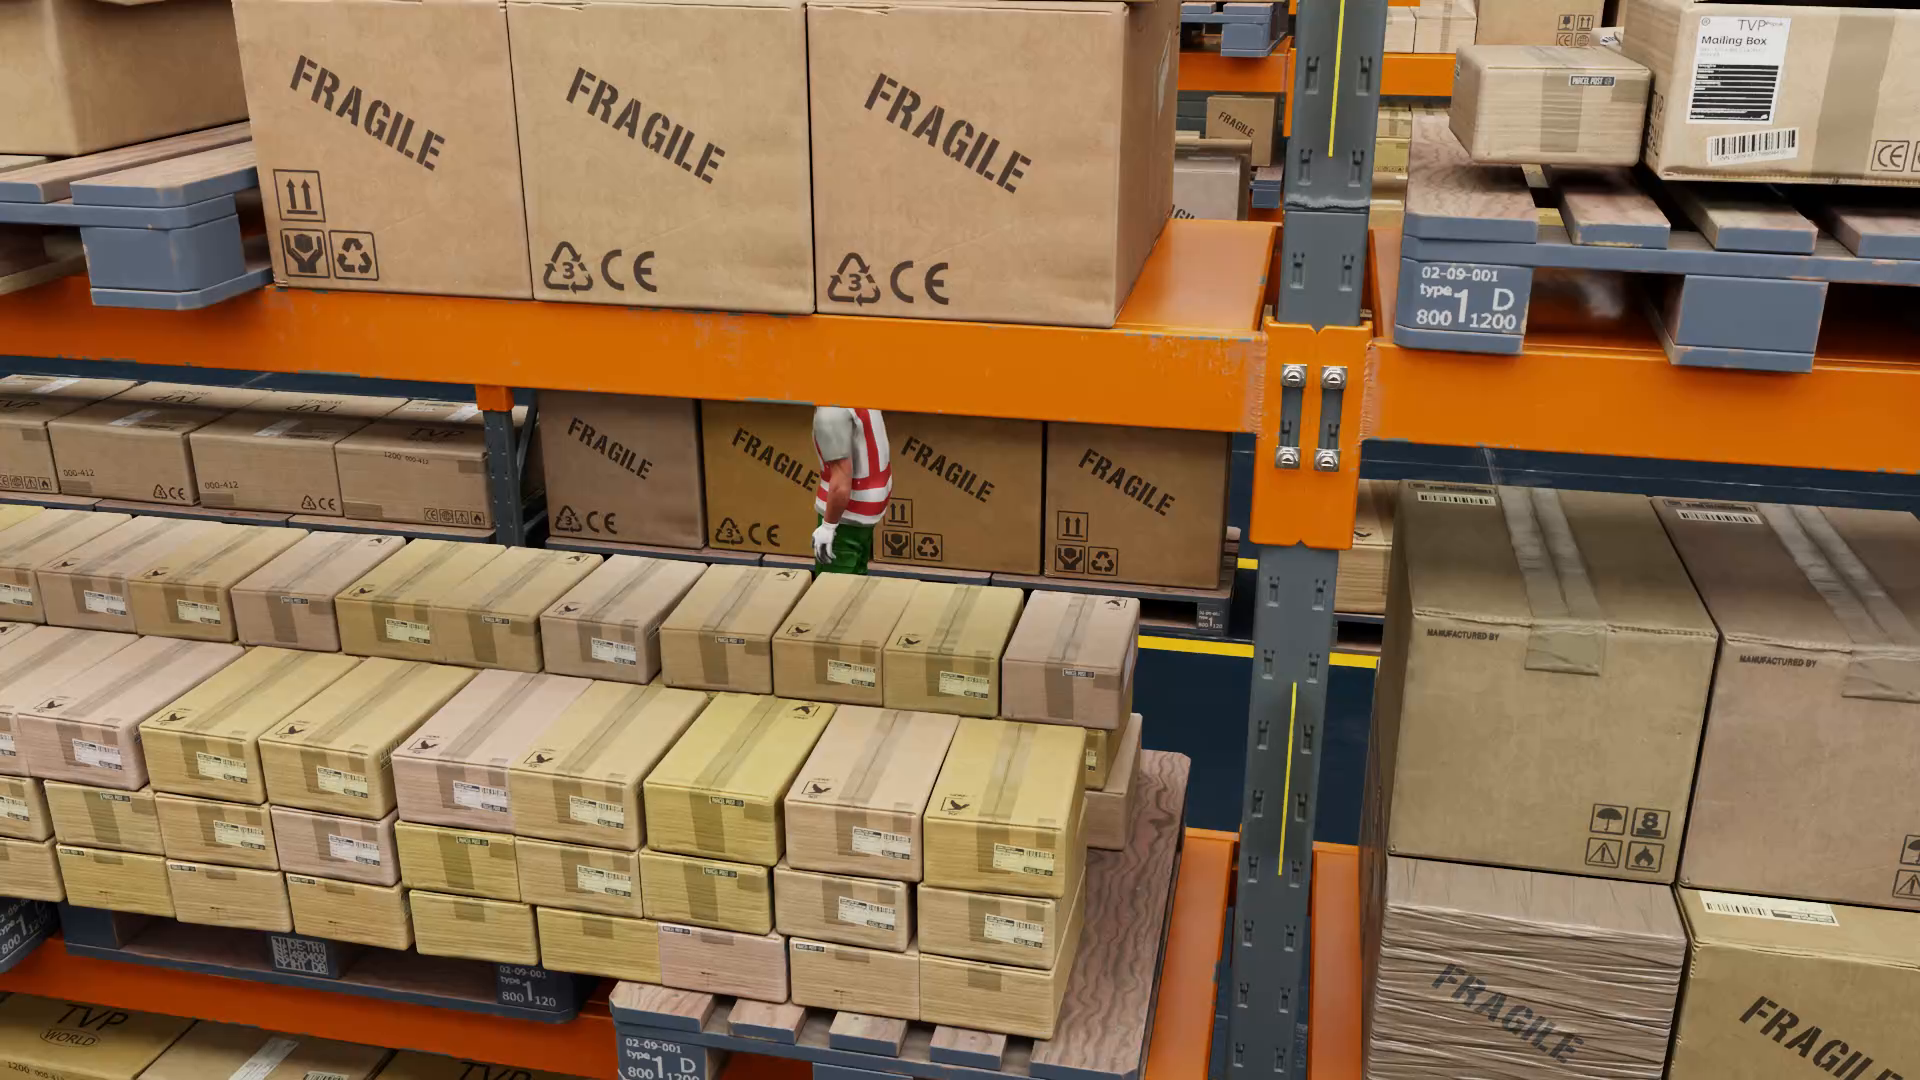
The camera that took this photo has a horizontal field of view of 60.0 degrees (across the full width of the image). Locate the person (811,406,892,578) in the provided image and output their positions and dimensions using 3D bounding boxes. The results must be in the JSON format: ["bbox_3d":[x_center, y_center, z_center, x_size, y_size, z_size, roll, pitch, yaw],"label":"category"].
[{"bbox_3d":[-0.535,-0.131,7.399,0.453,1.778,0.617,3,22,8],"label":"person"}]
